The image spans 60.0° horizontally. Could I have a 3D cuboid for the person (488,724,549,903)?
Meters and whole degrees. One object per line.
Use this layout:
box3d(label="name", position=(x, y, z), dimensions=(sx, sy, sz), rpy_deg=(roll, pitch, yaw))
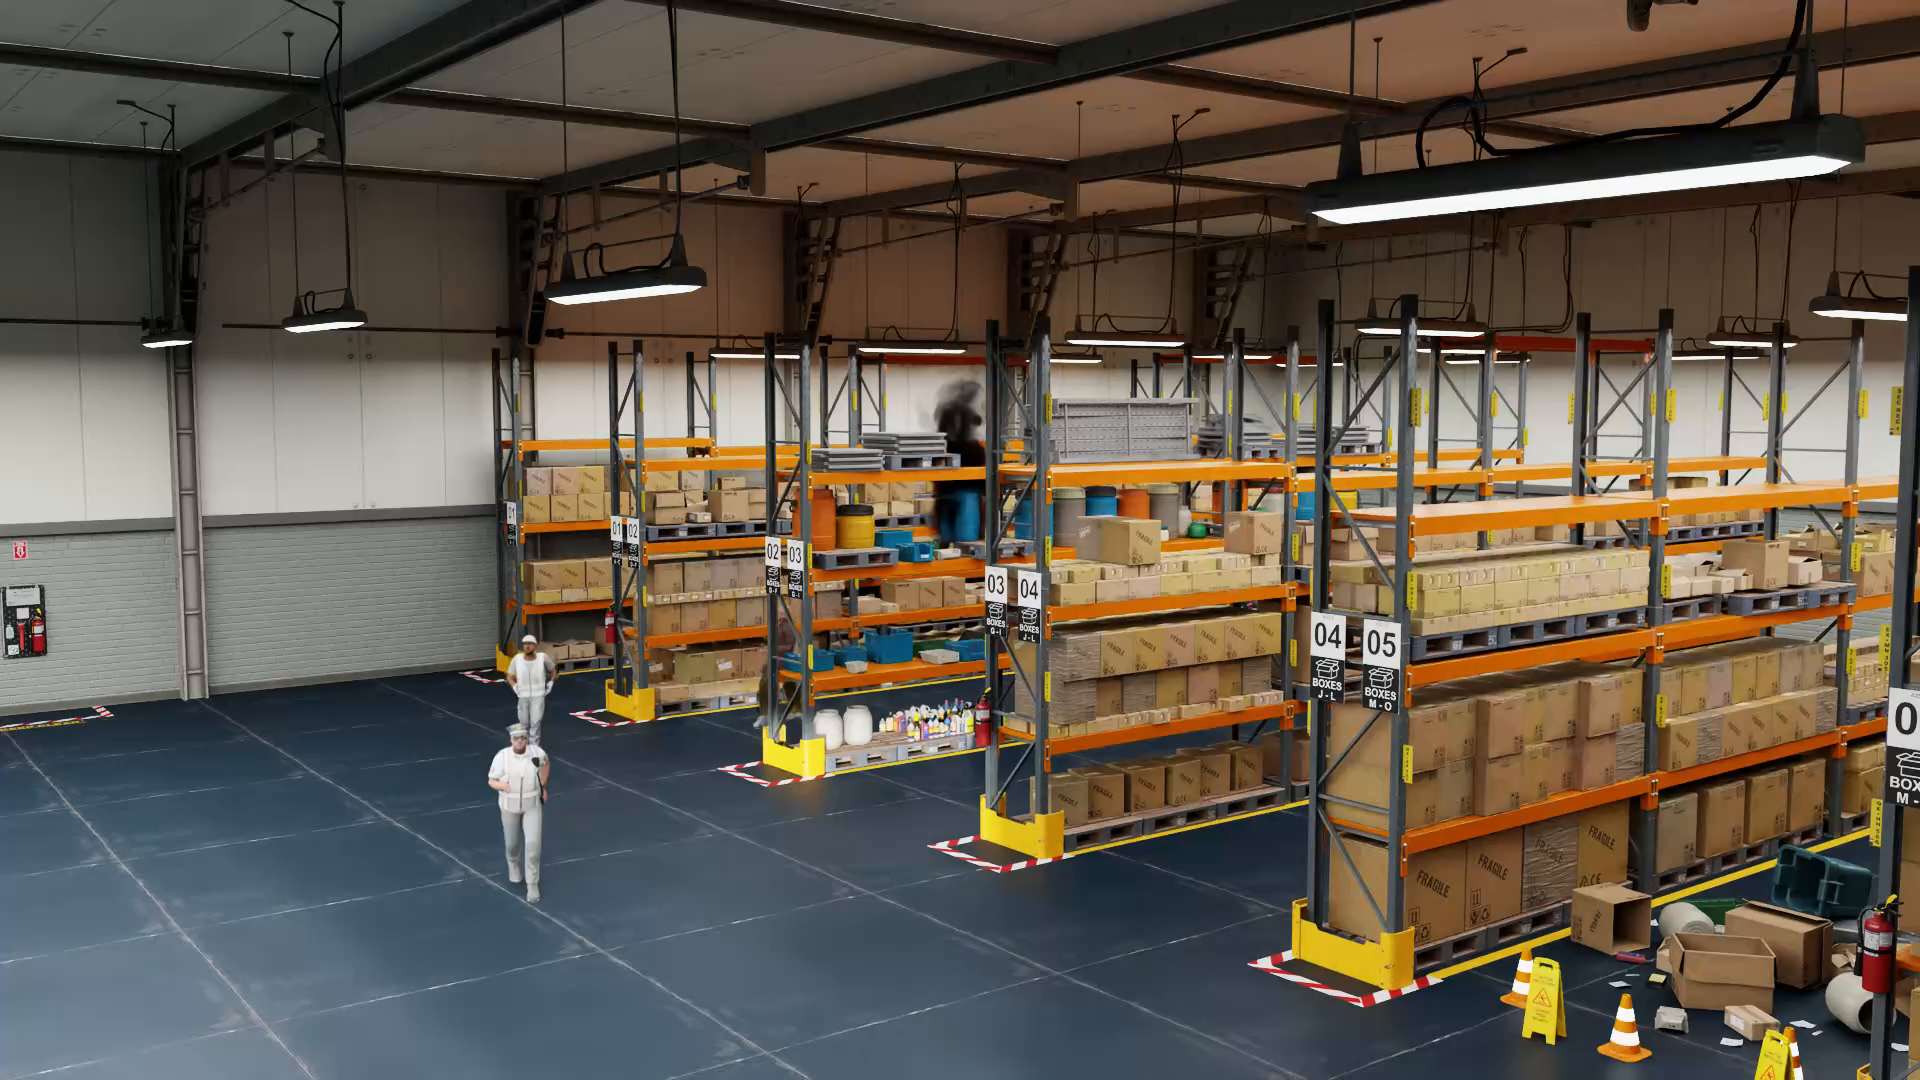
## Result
box3d(label="person", position=(-4.556, 2.763, 17.226), dimensions=(0.621, 1.798, 0.901), rpy_deg=(-1, 5, -16))

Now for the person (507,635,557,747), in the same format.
box3d(label="person", position=(-6.084, 2.221, 23.664), dimensions=(0.688, 1.773, 0.840), rpy_deg=(-1, 5, -10))

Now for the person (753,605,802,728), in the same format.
box3d(label="person", position=(-2.641, 1.872, 24.579), dimensions=(0.826, 1.849, 0.693), rpy_deg=(-5, 7, -43))
